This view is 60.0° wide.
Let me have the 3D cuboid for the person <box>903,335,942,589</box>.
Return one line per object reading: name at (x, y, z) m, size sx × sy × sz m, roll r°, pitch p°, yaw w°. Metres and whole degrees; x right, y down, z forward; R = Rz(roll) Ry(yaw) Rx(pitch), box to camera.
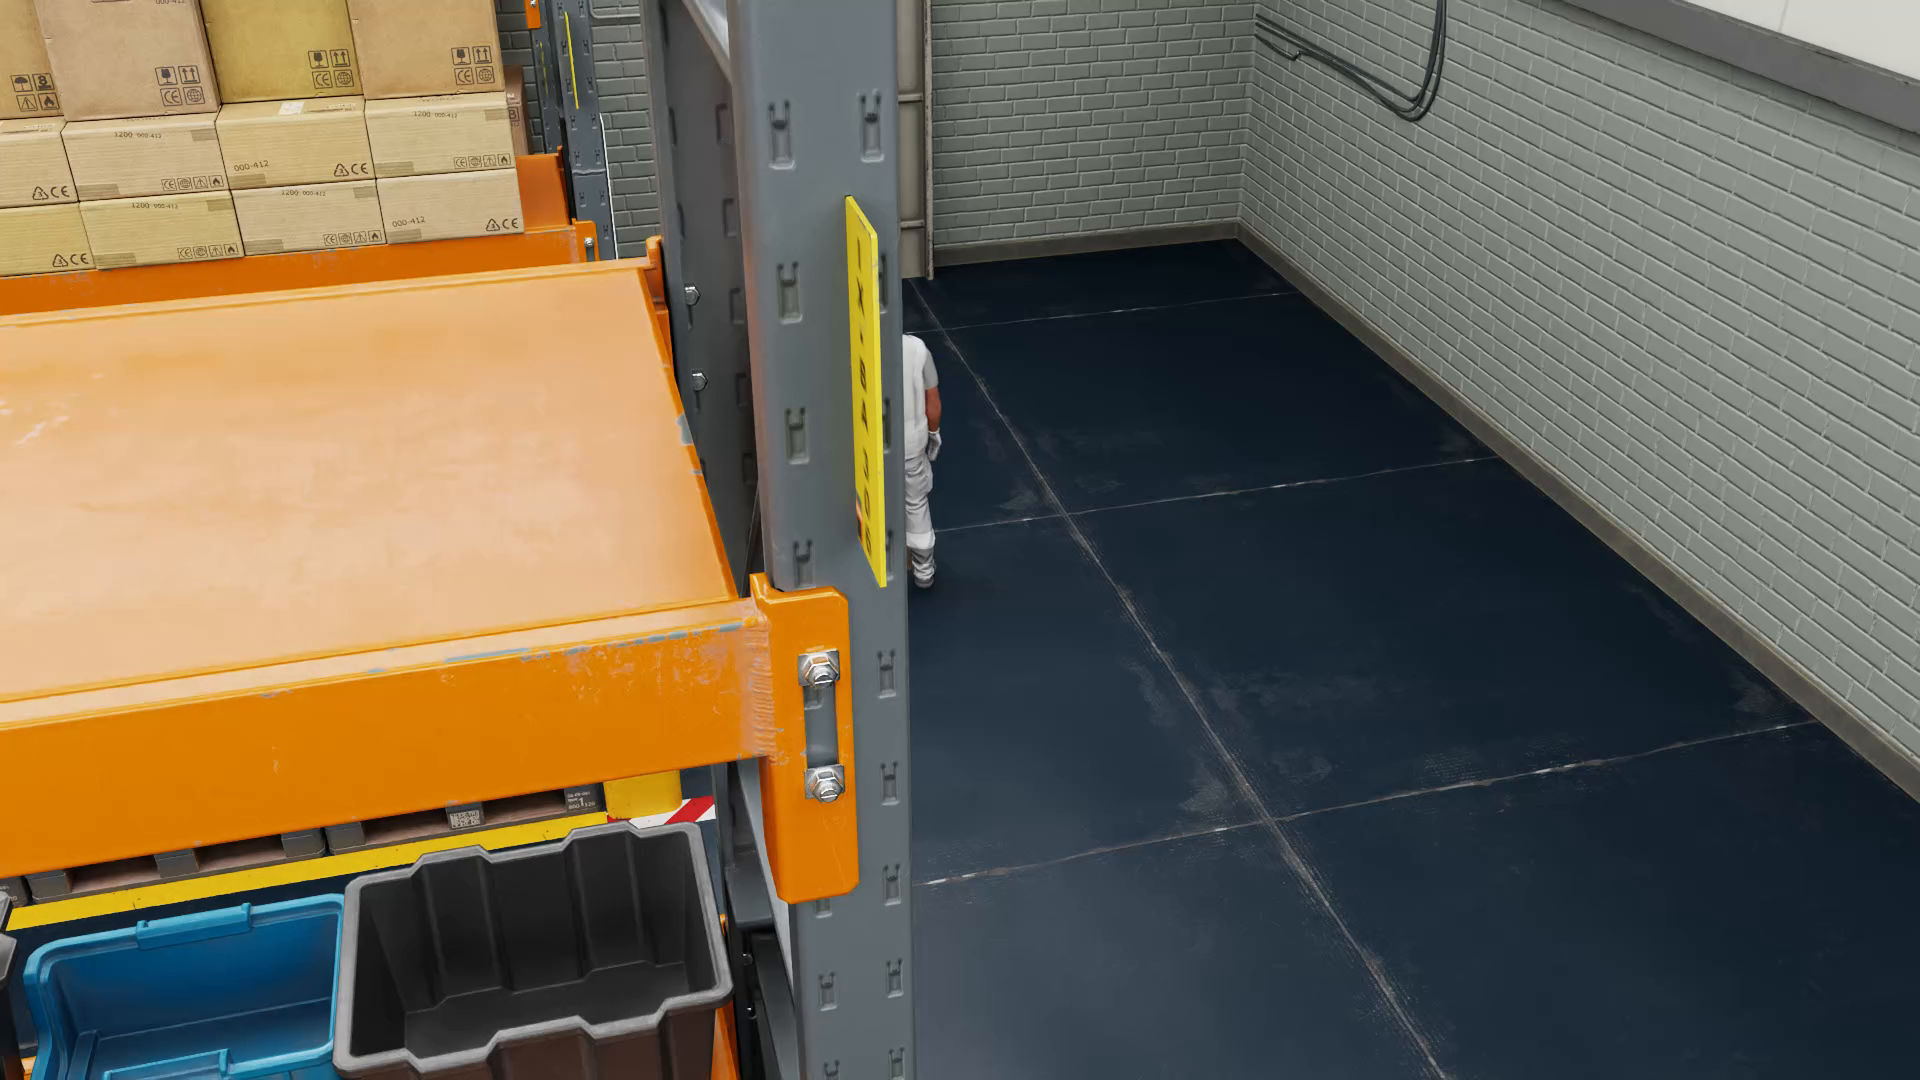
person at (-0.389, -0.522, 9.020) m, size 0.614 × 1.778 × 0.453 m, roll -10°, pitch 31°, yaw -16°
